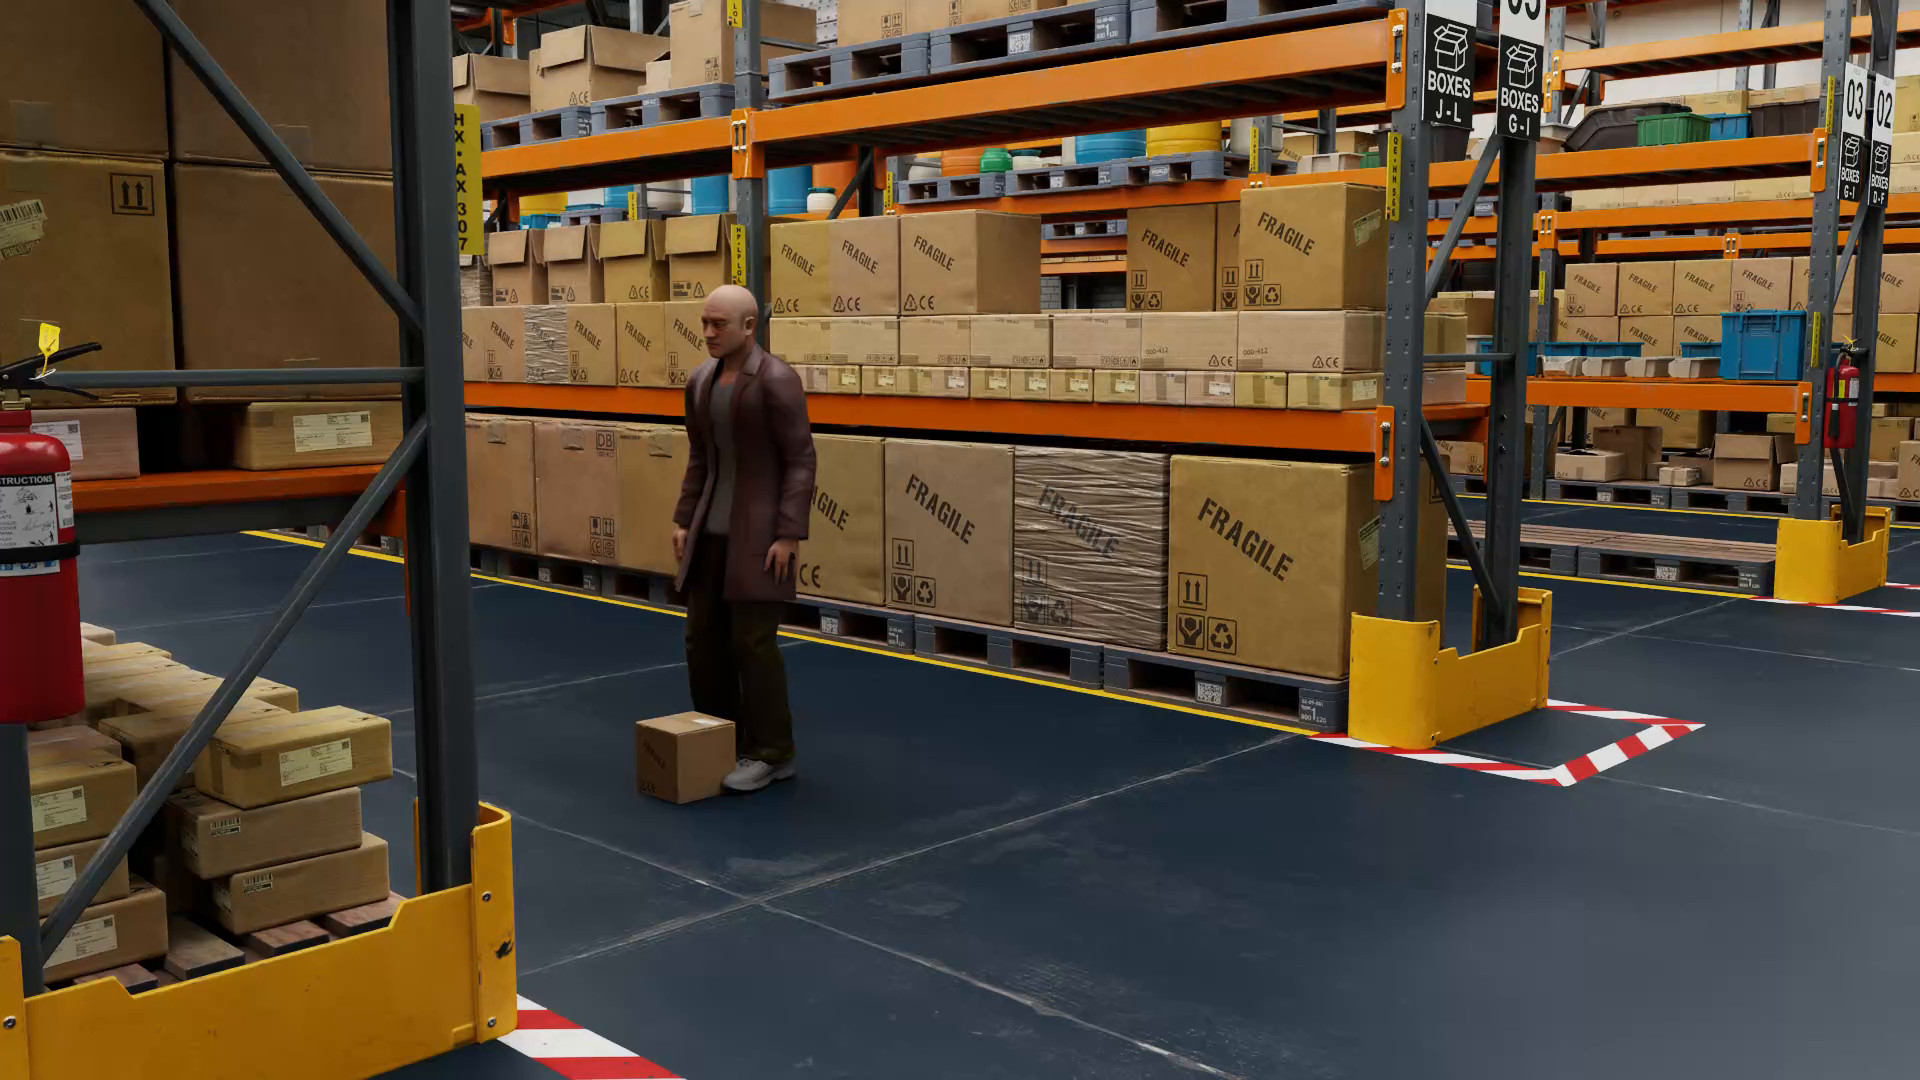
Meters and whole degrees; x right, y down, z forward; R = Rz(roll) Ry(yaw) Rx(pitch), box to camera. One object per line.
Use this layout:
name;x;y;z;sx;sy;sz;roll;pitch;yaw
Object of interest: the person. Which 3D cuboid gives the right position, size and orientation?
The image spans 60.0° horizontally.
person;-0.788;-0.015;5.940;0.647;1.772;0.429;6;9;40
